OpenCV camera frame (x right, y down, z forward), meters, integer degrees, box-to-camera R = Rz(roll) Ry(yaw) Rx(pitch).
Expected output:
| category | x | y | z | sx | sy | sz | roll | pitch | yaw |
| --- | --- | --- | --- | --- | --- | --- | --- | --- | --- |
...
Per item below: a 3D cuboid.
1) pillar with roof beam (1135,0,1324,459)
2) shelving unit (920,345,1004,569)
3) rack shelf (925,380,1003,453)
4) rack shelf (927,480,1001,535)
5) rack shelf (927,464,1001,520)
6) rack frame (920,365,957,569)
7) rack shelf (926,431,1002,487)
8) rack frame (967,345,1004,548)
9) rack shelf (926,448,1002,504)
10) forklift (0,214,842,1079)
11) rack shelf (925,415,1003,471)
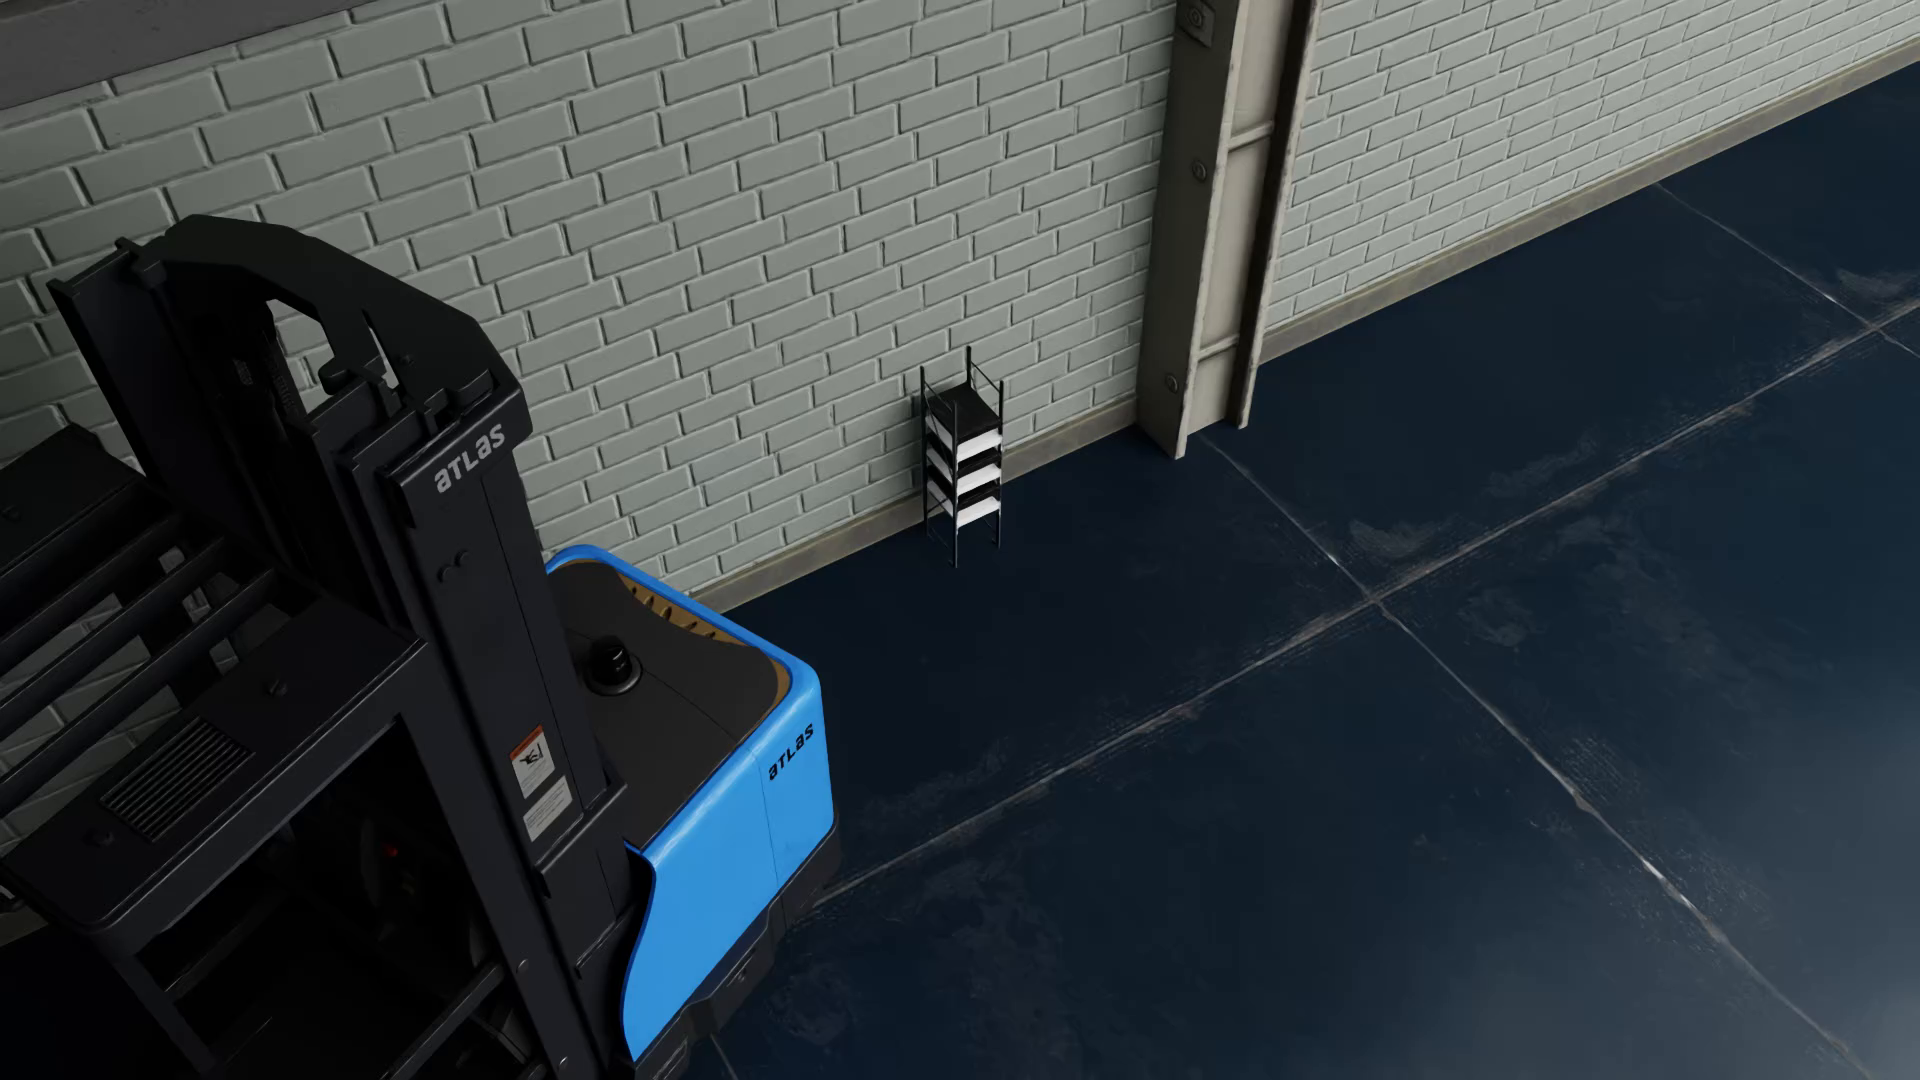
| category | x | y | z | sx | sy | sz | roll | pitch | yaw |
| --- | --- | --- | --- | --- | --- | --- | --- | --- | --- |
| pillar with roof beam | 3.286 | -0.786 | 1.370 | 0.400 | 9.000 | 9.100 | -25 | 53 | -21 |
| shelving unit | 0.007 | -0.303 | 6.362 | 0.210 | 0.900 | 0.258 | -25 | 53 | -21 |
| rack shelf | 0.007 | -0.460 | 6.185 | 0.200 | 0.077 | 0.258 | -25 | 53 | -21 |
| rack shelf | 0.007 | -0.161 | 6.521 | 0.200 | 0.077 | 0.258 | -25 | 53 | -21 |
| rack shelf | 0.007 | -0.220 | 6.454 | 0.200 | 0.077 | 0.258 | -25 | 53 | -21 |
| rack frame | -0.079 | -0.262 | 6.326 | 0.006 | 0.900 | 0.240 | -25 | 53 | -21 |
| rack shelf | 0.007 | -0.340 | 6.320 | 0.200 | 0.077 | 0.258 | -25 | 53 | -21 |
| rack frame | 0.093 | -0.343 | 6.398 | 0.006 | 0.900 | 0.240 | -25 | 53 | -21 |
| rack shelf | 0.007 | -0.280 | 6.387 | 0.200 | 0.077 | 0.258 | -25 | 53 | -21 |
| forklift | -1.639 | 0.842 | 3.983 | 1.130 | 2.935 | 3.031 | 27 | 54 | 22 |
| rack shelf | 0.007 | -0.400 | 6.253 | 0.200 | 0.077 | 0.258 | -25 | 53 | -21 |
